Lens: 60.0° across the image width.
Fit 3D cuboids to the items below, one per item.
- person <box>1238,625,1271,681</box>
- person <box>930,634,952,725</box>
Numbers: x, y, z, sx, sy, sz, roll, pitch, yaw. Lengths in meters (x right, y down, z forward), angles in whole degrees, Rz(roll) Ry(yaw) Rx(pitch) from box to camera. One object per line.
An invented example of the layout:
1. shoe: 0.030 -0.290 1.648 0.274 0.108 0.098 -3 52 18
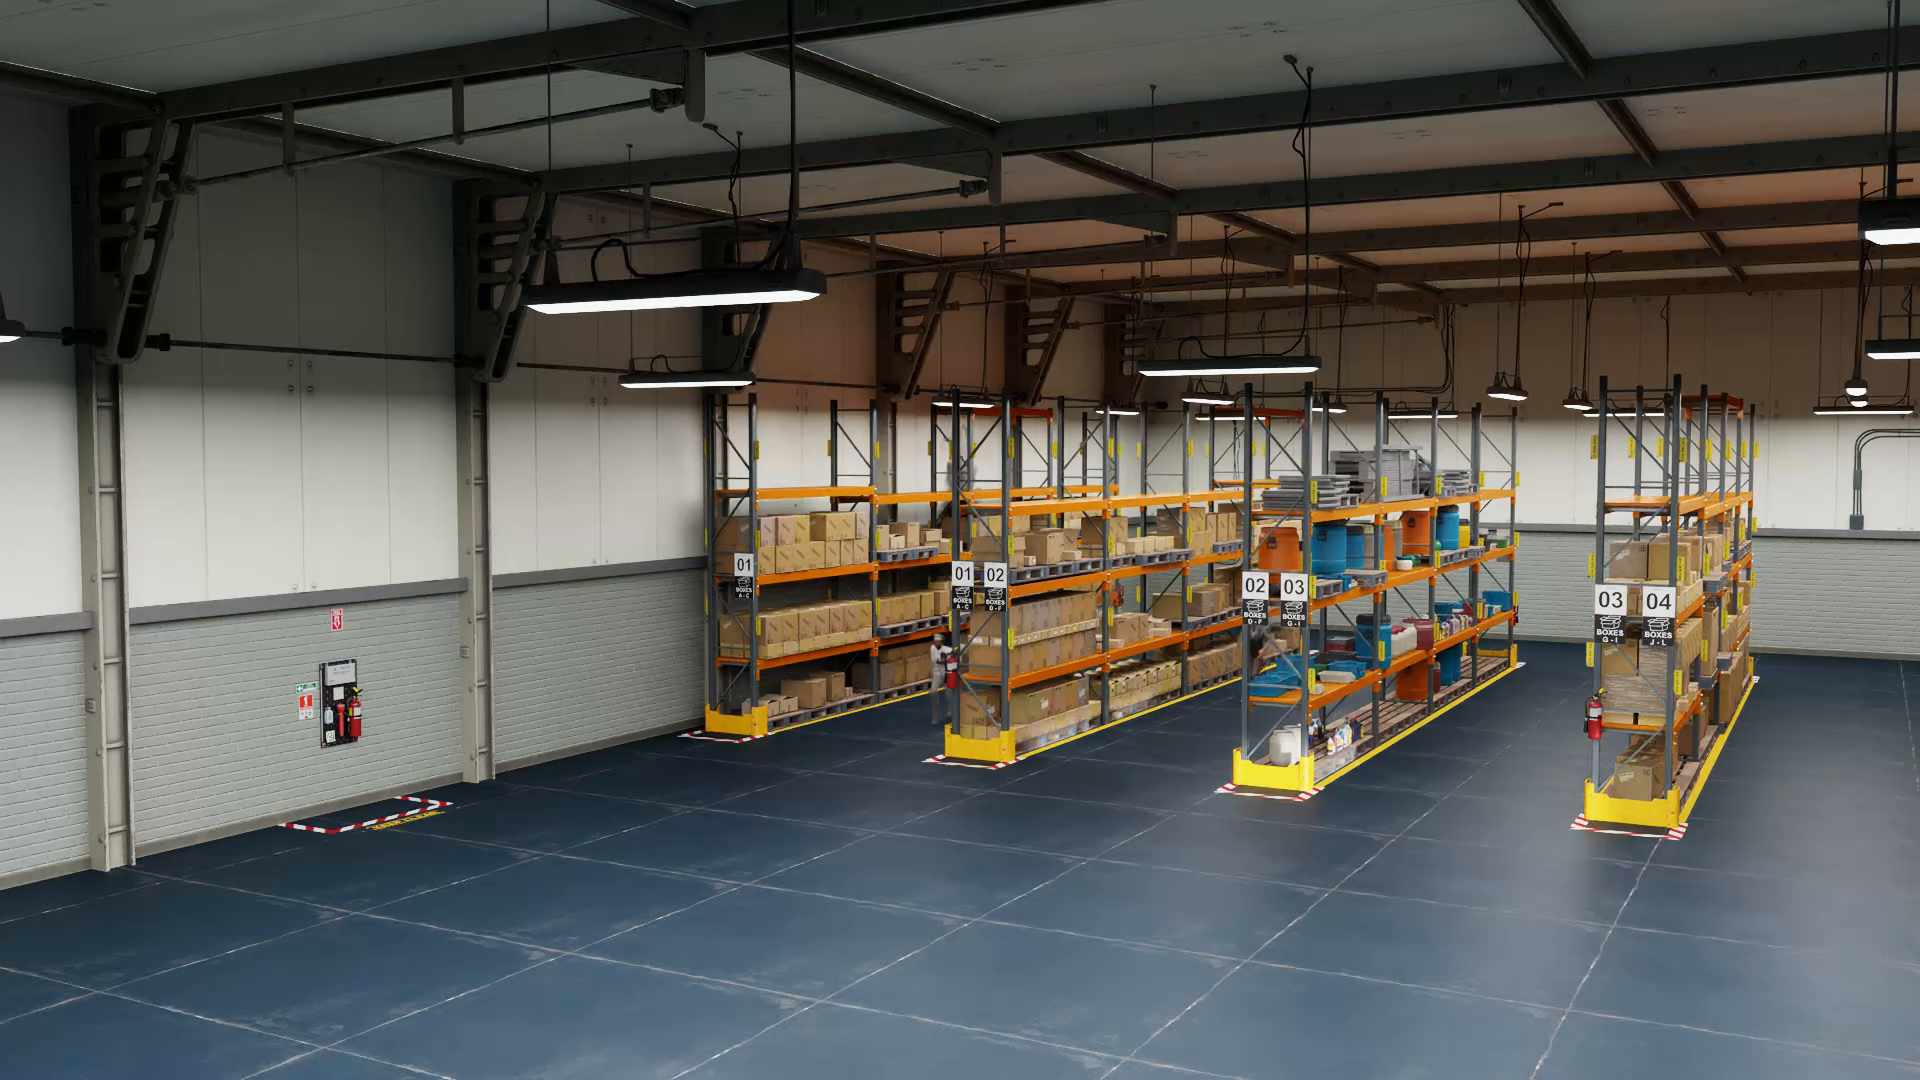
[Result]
1. person: 5.905 2.361 33.399 0.679 1.696 0.579 1 3 22
2. person: -0.299 2.533 30.616 0.573 1.690 0.897 1 3 19
